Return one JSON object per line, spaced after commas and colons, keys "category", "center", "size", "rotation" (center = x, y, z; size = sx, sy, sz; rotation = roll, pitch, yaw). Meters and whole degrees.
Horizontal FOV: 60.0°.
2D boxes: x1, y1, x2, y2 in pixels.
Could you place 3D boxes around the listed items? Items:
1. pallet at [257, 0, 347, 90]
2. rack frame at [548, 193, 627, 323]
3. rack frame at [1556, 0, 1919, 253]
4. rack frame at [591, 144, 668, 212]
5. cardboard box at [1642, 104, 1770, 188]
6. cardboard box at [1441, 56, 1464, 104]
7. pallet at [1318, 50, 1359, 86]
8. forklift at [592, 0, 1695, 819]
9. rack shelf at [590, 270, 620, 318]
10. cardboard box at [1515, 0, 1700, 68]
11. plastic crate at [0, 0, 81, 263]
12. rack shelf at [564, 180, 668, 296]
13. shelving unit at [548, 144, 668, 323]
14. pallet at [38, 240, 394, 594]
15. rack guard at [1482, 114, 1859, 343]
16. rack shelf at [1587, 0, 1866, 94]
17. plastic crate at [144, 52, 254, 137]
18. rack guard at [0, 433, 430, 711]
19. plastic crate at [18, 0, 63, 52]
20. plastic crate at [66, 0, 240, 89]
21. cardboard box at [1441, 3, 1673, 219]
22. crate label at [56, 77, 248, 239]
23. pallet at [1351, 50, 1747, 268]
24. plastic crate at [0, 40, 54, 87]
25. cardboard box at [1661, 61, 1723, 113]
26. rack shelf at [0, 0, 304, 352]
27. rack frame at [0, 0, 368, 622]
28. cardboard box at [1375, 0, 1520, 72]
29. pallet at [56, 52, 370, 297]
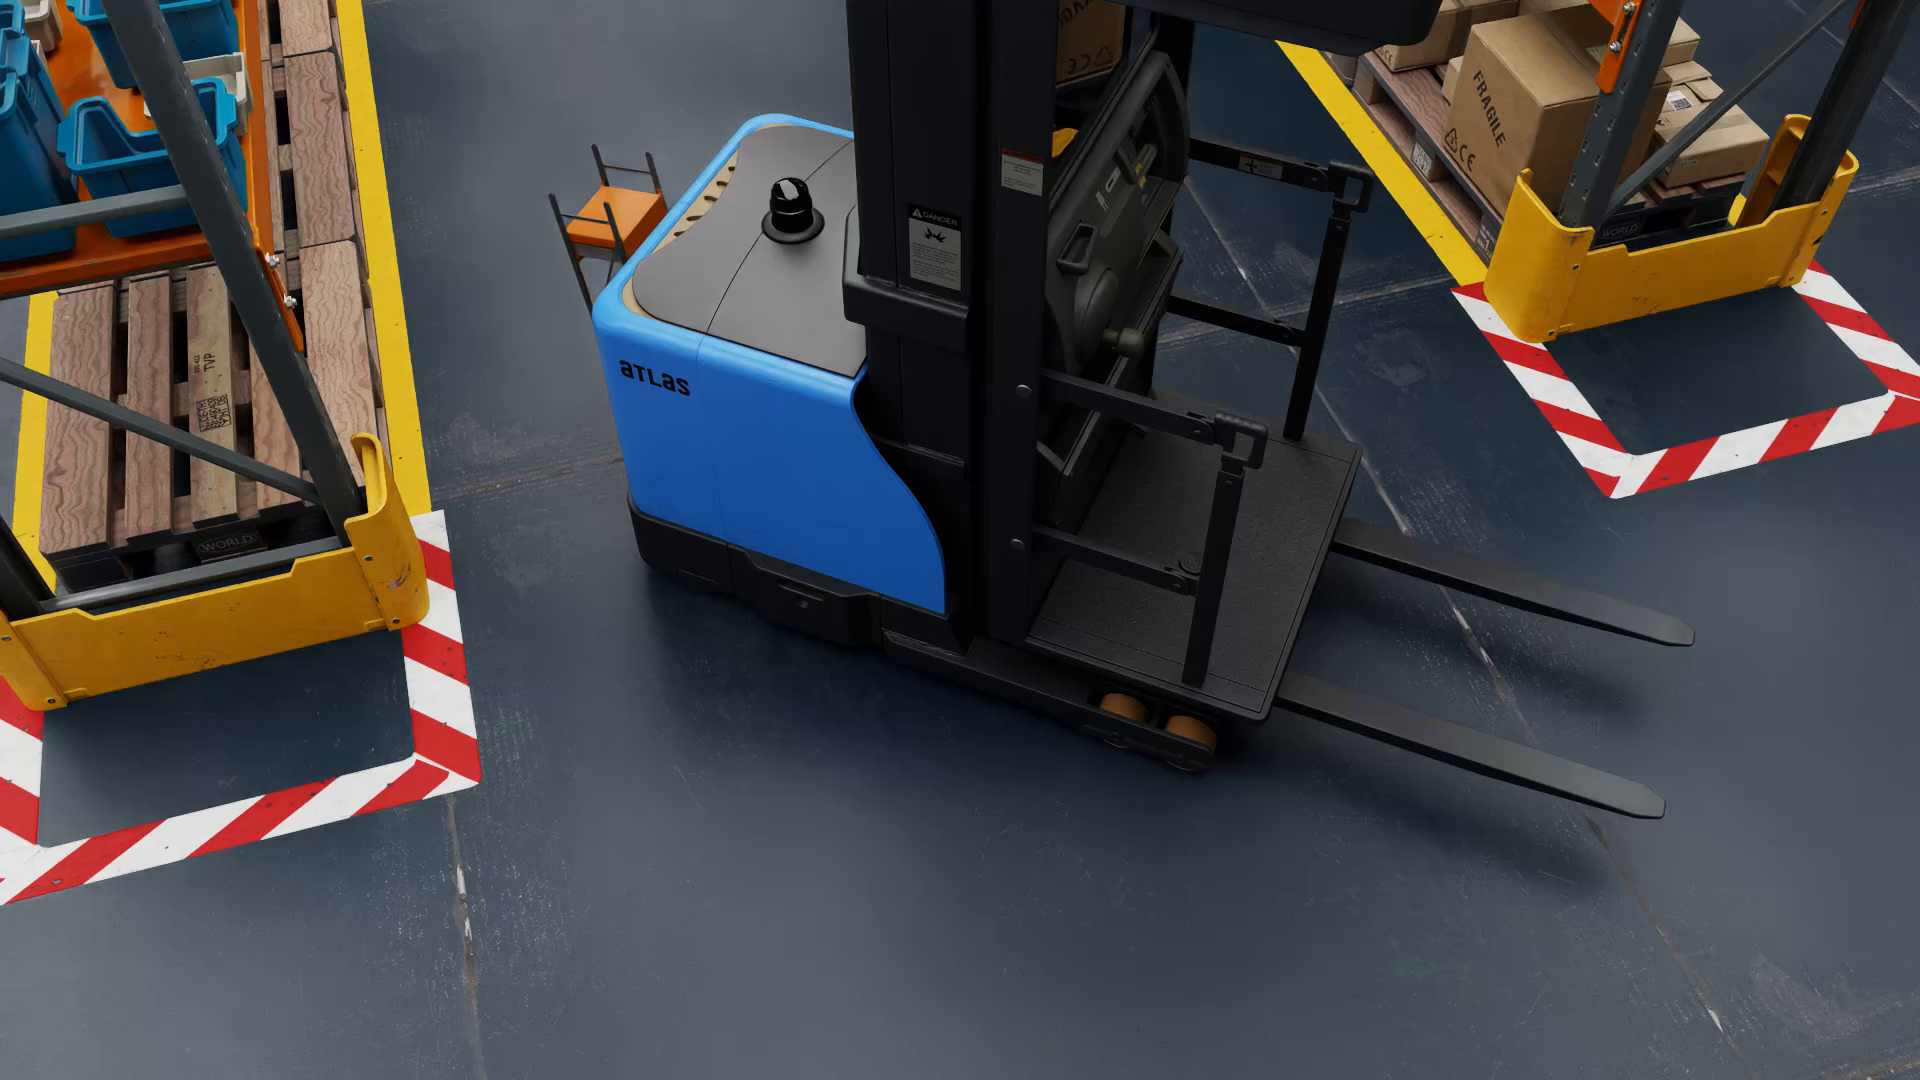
{"category": "pallet", "center": [-3.160, -2.222, 6.986], "size": [1.003, 0.211, 1.213], "rotation": [-13, 51, -11]}
{"category": "rack frame", "center": [-1.018, -0.608, 5.062], "size": [0.200, 1.050, 0.008], "rotation": [12, 51, 19]}
{"category": "rack frame", "center": [2.502, -1.845, 4.844], "size": [1.000, 3.000, 0.127], "rotation": [-13, 51, -11]}
{"category": "rack frame", "center": [-0.929, -0.782, 5.209], "size": [0.200, 1.050, 0.008], "rotation": [12, 51, 19]}
{"category": "cardboard box", "center": [2.706, -1.452, 6.089], "size": [0.380, 0.149, 0.250], "rotation": [-13, 51, -11]}
{"category": "cardboard box", "center": [2.072, -1.731, 6.313], "size": [0.380, 0.166, 0.250], "rotation": [-13, 51, -11]}
{"category": "pallet", "center": [1.885, -2.473, 7.197], "size": [1.003, 0.211, 1.213], "rotation": [-13, 51, -11]}
{"category": "forklift", "center": [0.573, -0.759, 3.973], "size": [3.031, 2.935, 1.130], "rotation": [18, 52, 15]}
{"category": "rack shelf", "center": [-0.973, -0.688, 5.144], "size": [0.215, 0.259, 0.240], "rotation": [12, 51, 19]}
{"category": "cardboard box", "center": [2.464, -1.927, 6.424], "size": [0.500, 0.250, 0.500], "rotation": [-13, 51, -11]}
{"category": "plastic crate", "center": [-2.509, -0.961, 4.036], "size": [0.616, 0.435, 0.499], "rotation": [-13, 51, -11]}
{"category": "rack shelf", "center": [-1.003, -0.879, 4.936], "size": [0.215, 0.259, 0.240], "rotation": [12, 51, 19]}
{"category": "shelving unit", "center": [-0.974, -0.695, 5.136], "size": [0.215, 1.050, 0.252], "rotation": [12, 51, 19]}
{"category": "pallet", "center": [-2.438, -0.440, 5.483], "size": [1.003, 0.211, 1.213], "rotation": [-13, 51, -11]}
{"category": "rack guard", "center": [2.479, -1.095, 5.846], "size": [1.175, 0.500, 0.348], "rotation": [-13, 51, -11]}
{"category": "rack shelf", "center": [1.910, -3.074, 6.350], "size": [1.077, 0.370, 4.000], "rotation": [-13, 51, -11]}
{"category": "plastic crate", "center": [-2.006, -1.170, 4.408], "size": [0.250, 0.136, 0.298], "rotation": [-13, 51, -11]}
{"category": "rack guard", "center": [-2.212, 0.092, 4.845], "size": [1.175, 0.500, 0.348], "rotation": [-13, 51, -11]}
{"category": "plastic crate", "center": [-2.717, -1.432, 4.629], "size": [0.396, 0.136, 0.243], "rotation": [-13, 51, -11]}
{"category": "plastic crate", "center": [-2.185, -1.429, 4.563], "size": [0.416, 0.233, 0.300], "rotation": [-13, 51, -11]}
{"category": "cardboard box", "center": [2.105, -1.523, 5.919], "size": [0.500, 0.500, 0.500], "rotation": [-13, 51, -11]}
{"category": "crate label", "center": [-1.990, -0.948, 4.158], "size": [0.416, 0.233, 0.303], "rotation": [-13, 51, -11]}
{"category": "pallet", "center": [2.242, -1.584, 6.447], "size": [1.003, 0.211, 1.213], "rotation": [-13, 51, -11]}
{"category": "plastic crate", "center": [-2.645, -1.217, 4.447], "size": [0.396, 0.136, 0.243], "rotation": [-13, 51, -11]}
{"category": "cardboard box", "center": [2.632, -1.640, 6.236], "size": [0.380, 0.166, 0.250], "rotation": [-13, 51, -11]}
{"category": "rack shelf", "center": [-2.823, -1.957, 5.408], "size": [1.077, 0.370, 4.000], "rotation": [-13, 51, -11]}
{"category": "rack frame", "center": [-2.231, -0.728, 3.902], "size": [1.000, 3.000, 0.127], "rotation": [-13, 51, -11]}
{"category": "cardboard box", "center": [1.853, -2.143, 6.605], "size": [0.500, 0.250, 0.500], "rotation": [-13, 51, -11]}
{"category": "pallet", "center": [-2.795, -1.330, 6.233], "size": [1.003, 0.211, 1.213], "rotation": [-13, 51, -11]}
